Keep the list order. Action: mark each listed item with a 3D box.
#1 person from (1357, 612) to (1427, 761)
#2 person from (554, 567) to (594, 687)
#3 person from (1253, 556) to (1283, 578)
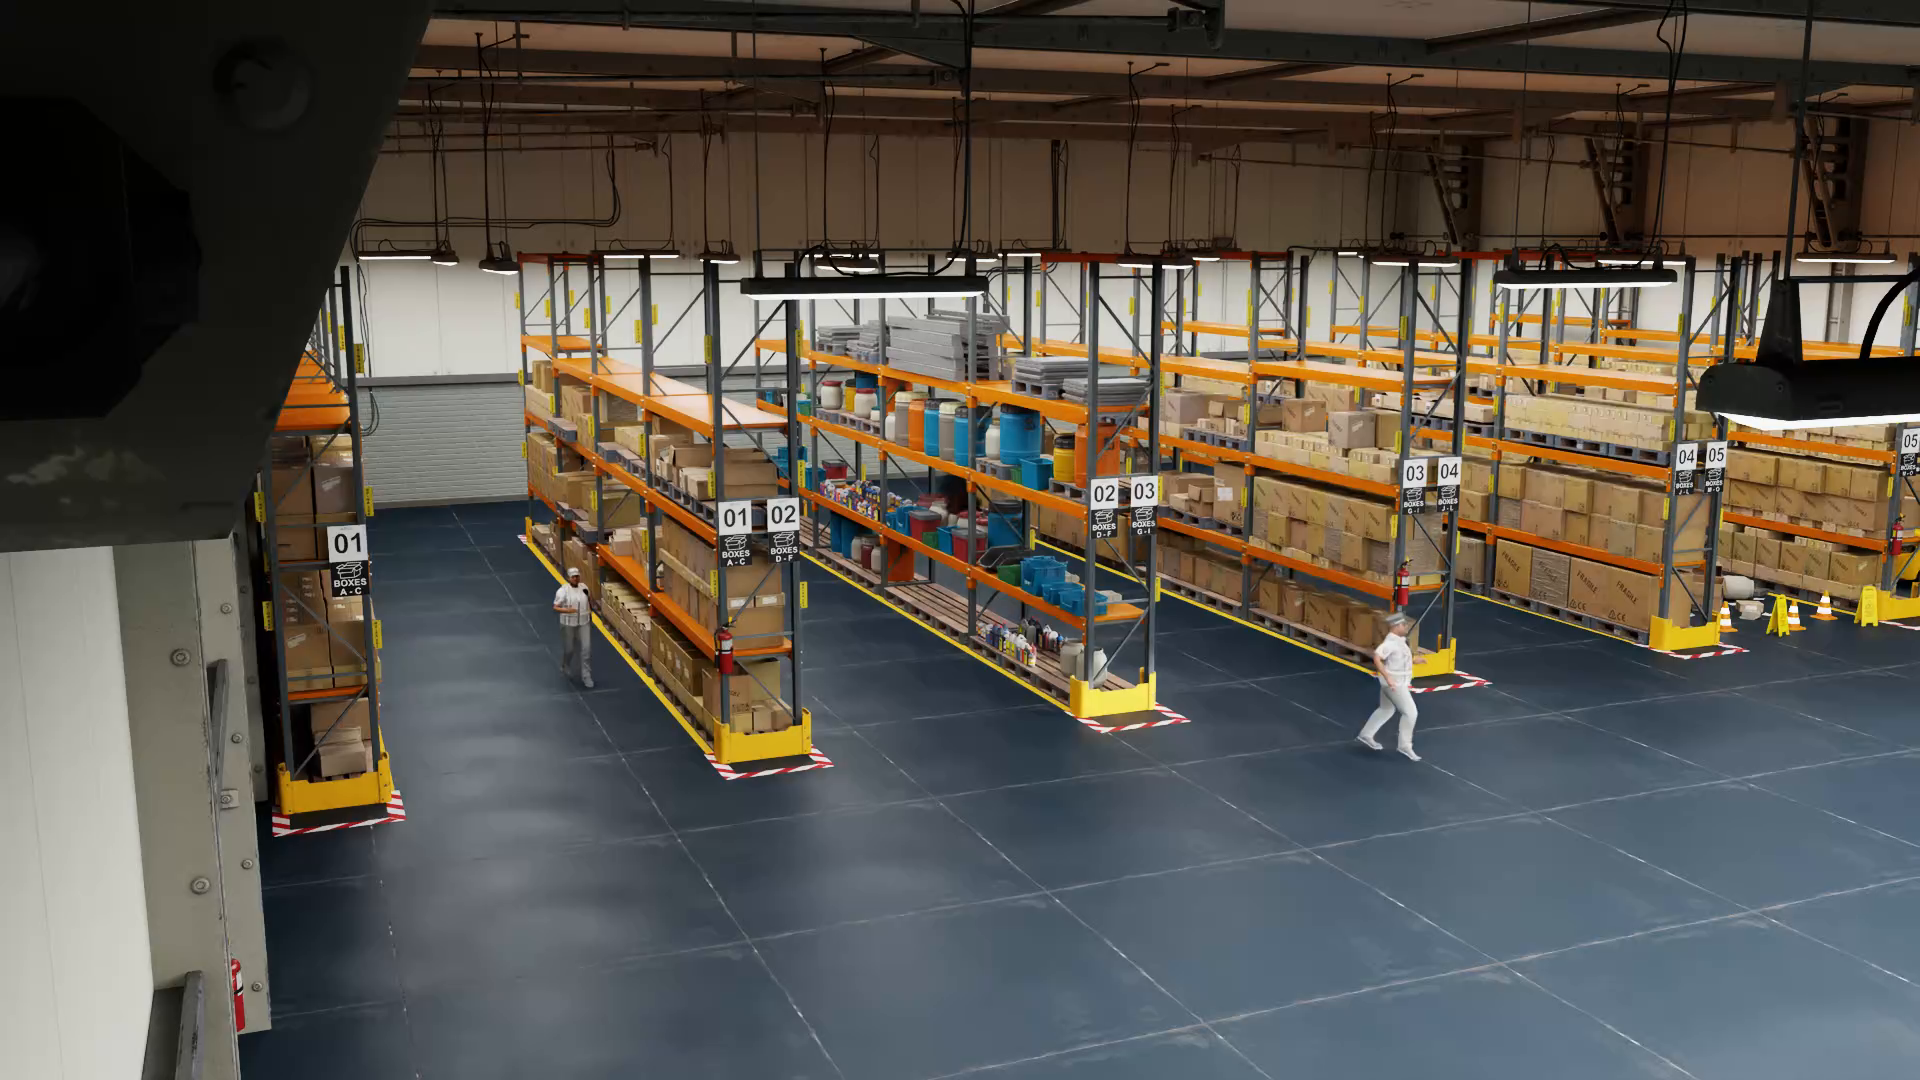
[{"bbox_3d":[5.307,1.784,20.396,0.793,1.836,0.644,2,11,12],"label":"person"},{"bbox_3d":[-5.480,1.205,23.693,0.606,1.666,0.873,-6,12,-28],"label":"person"},{"bbox_3d":[5.778,-0.166,30.979,0.673,1.858,0.821,-5,12,-26],"label":"person"}]
